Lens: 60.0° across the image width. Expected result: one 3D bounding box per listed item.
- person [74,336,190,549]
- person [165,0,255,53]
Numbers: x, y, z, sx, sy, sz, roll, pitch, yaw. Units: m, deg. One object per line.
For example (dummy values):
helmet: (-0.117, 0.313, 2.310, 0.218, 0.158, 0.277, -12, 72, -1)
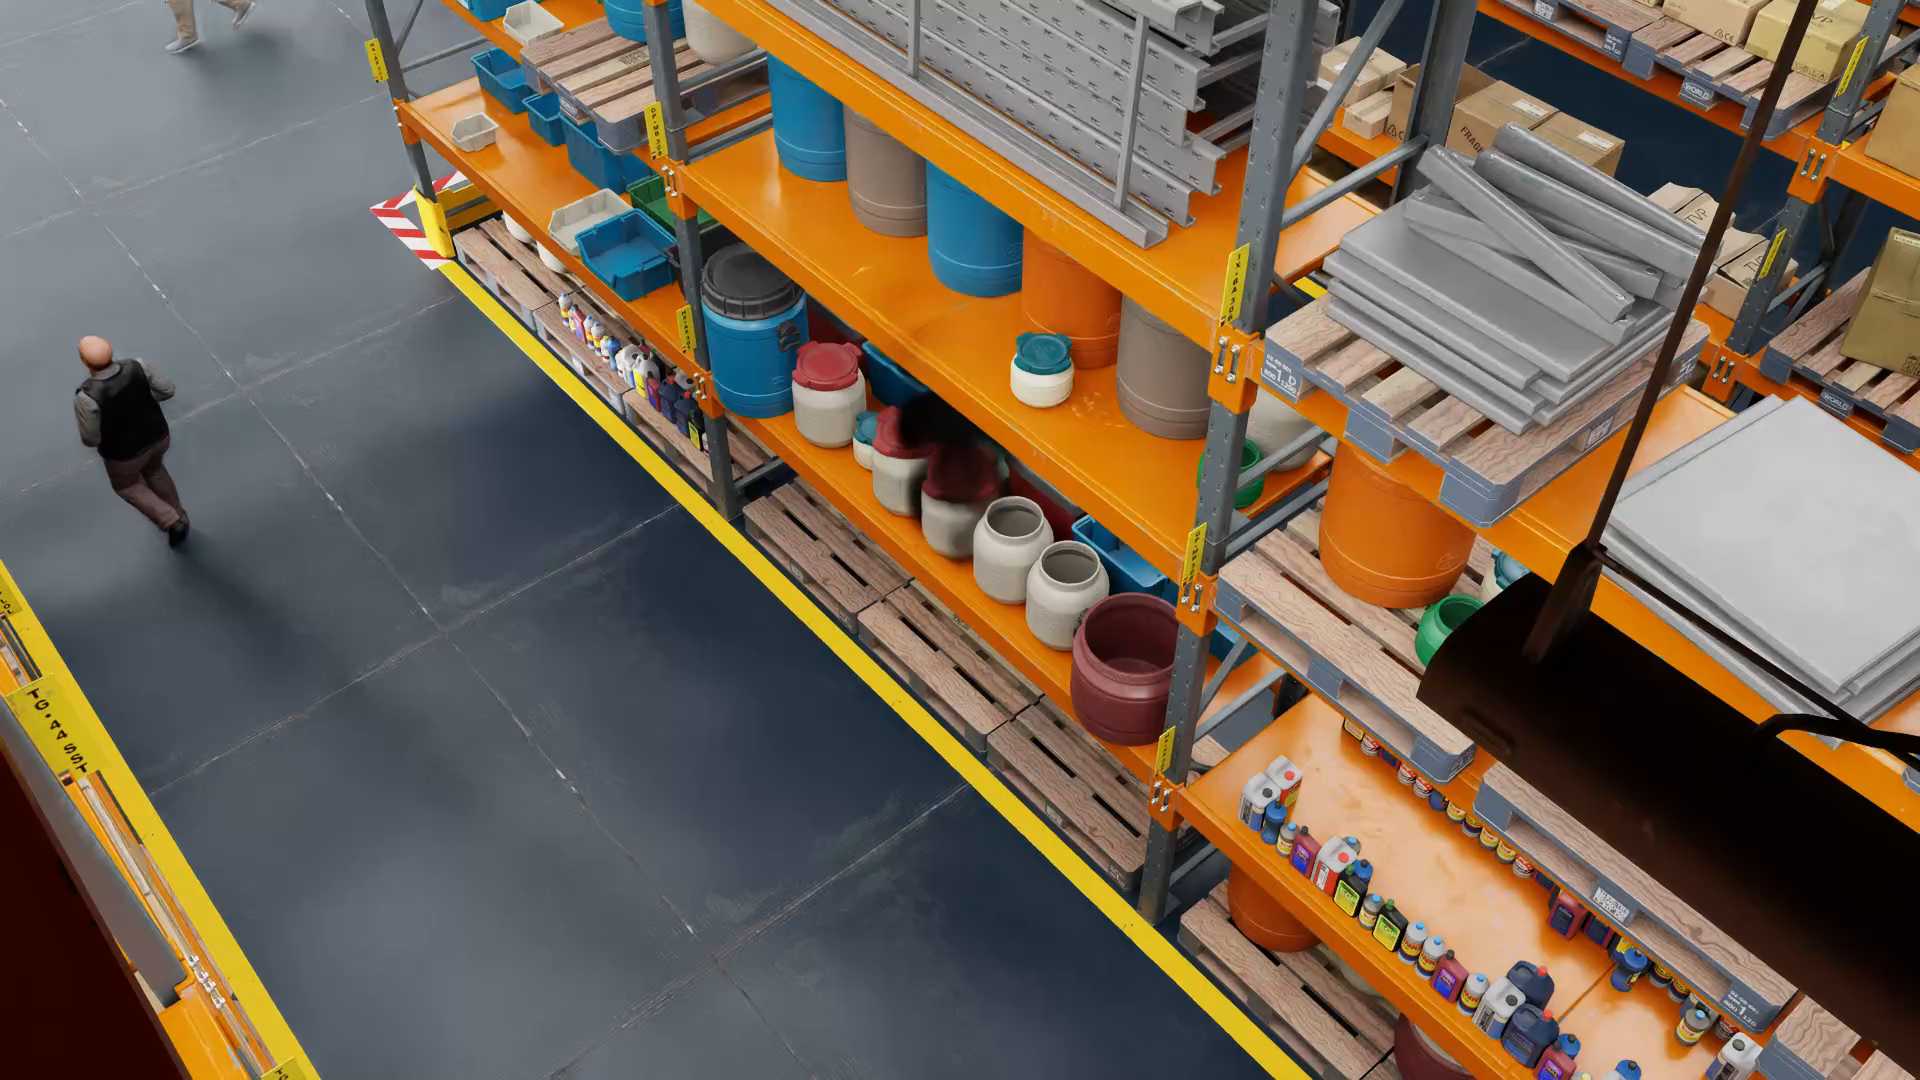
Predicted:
person: (-5.150, -0.620, 10.416, 0.612, 1.671, 0.657, 27, 52, 23)
person: (-6.901, -5.191, 14.730, 0.821, 1.752, 0.685, -12, 48, -11)
